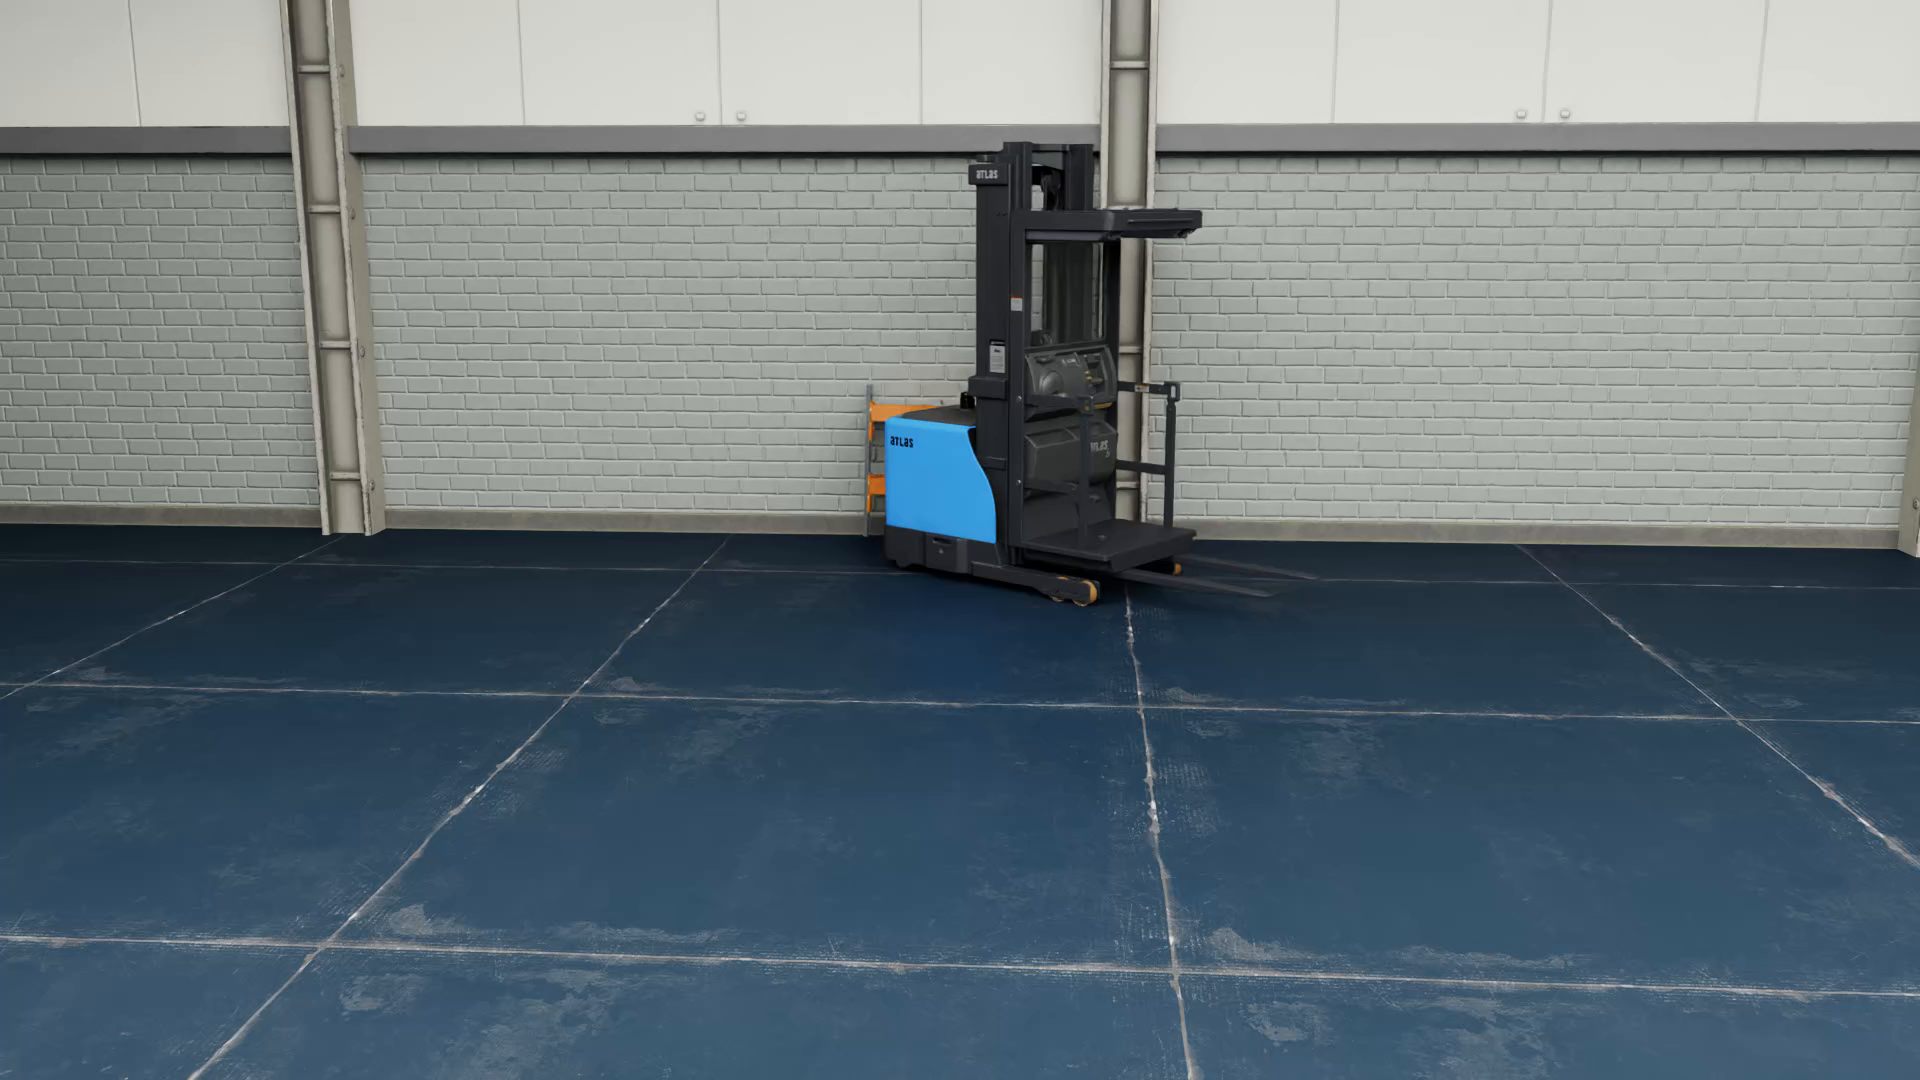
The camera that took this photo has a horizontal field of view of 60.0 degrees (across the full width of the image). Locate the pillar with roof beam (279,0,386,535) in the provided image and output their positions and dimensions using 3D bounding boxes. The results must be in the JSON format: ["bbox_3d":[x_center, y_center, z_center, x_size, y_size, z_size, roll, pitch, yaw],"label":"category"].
[{"bbox_3d":[-5.056,-3.595,7.975,0.400,9.000,9.100,1,12,4],"label":"pillar with roof beam"}]

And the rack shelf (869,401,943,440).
[{"bbox_3d":[-0.172,-0.885,12.480,1.000,0.278,0.538,2,5,-1],"label":"rack shelf"}]

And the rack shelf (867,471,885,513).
[{"bbox_3d":[-0.188,-0.350,12.531,1.000,0.278,0.538,2,5,-1],"label":"rack shelf"}]

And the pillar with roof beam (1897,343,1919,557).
[{"bbox_3d":[6.918,-3.431,7.191,0.400,9.000,9.100,1,12,4],"label":"pillar with roof beam"}]

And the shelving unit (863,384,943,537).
[{"bbox_3d":[-0.181,-0.594,12.508,1.048,1.125,0.538,2,5,-1],"label":"shelving unit"}]

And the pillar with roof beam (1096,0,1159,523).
[{"bbox_3d":[0.931,-3.513,7.583,0.400,9.000,9.100,1,12,4],"label":"pillar with roof beam"}]

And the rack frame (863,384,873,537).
[{"bbox_3d":[-0.689,-0.607,12.497,0.032,1.125,0.500,2,5,-1],"label":"rack frame"}]

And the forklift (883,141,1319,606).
[{"bbox_3d":[0.908,-1.127,10.999,3.031,2.935,1.130,10,15,39],"label":"forklift"}]
